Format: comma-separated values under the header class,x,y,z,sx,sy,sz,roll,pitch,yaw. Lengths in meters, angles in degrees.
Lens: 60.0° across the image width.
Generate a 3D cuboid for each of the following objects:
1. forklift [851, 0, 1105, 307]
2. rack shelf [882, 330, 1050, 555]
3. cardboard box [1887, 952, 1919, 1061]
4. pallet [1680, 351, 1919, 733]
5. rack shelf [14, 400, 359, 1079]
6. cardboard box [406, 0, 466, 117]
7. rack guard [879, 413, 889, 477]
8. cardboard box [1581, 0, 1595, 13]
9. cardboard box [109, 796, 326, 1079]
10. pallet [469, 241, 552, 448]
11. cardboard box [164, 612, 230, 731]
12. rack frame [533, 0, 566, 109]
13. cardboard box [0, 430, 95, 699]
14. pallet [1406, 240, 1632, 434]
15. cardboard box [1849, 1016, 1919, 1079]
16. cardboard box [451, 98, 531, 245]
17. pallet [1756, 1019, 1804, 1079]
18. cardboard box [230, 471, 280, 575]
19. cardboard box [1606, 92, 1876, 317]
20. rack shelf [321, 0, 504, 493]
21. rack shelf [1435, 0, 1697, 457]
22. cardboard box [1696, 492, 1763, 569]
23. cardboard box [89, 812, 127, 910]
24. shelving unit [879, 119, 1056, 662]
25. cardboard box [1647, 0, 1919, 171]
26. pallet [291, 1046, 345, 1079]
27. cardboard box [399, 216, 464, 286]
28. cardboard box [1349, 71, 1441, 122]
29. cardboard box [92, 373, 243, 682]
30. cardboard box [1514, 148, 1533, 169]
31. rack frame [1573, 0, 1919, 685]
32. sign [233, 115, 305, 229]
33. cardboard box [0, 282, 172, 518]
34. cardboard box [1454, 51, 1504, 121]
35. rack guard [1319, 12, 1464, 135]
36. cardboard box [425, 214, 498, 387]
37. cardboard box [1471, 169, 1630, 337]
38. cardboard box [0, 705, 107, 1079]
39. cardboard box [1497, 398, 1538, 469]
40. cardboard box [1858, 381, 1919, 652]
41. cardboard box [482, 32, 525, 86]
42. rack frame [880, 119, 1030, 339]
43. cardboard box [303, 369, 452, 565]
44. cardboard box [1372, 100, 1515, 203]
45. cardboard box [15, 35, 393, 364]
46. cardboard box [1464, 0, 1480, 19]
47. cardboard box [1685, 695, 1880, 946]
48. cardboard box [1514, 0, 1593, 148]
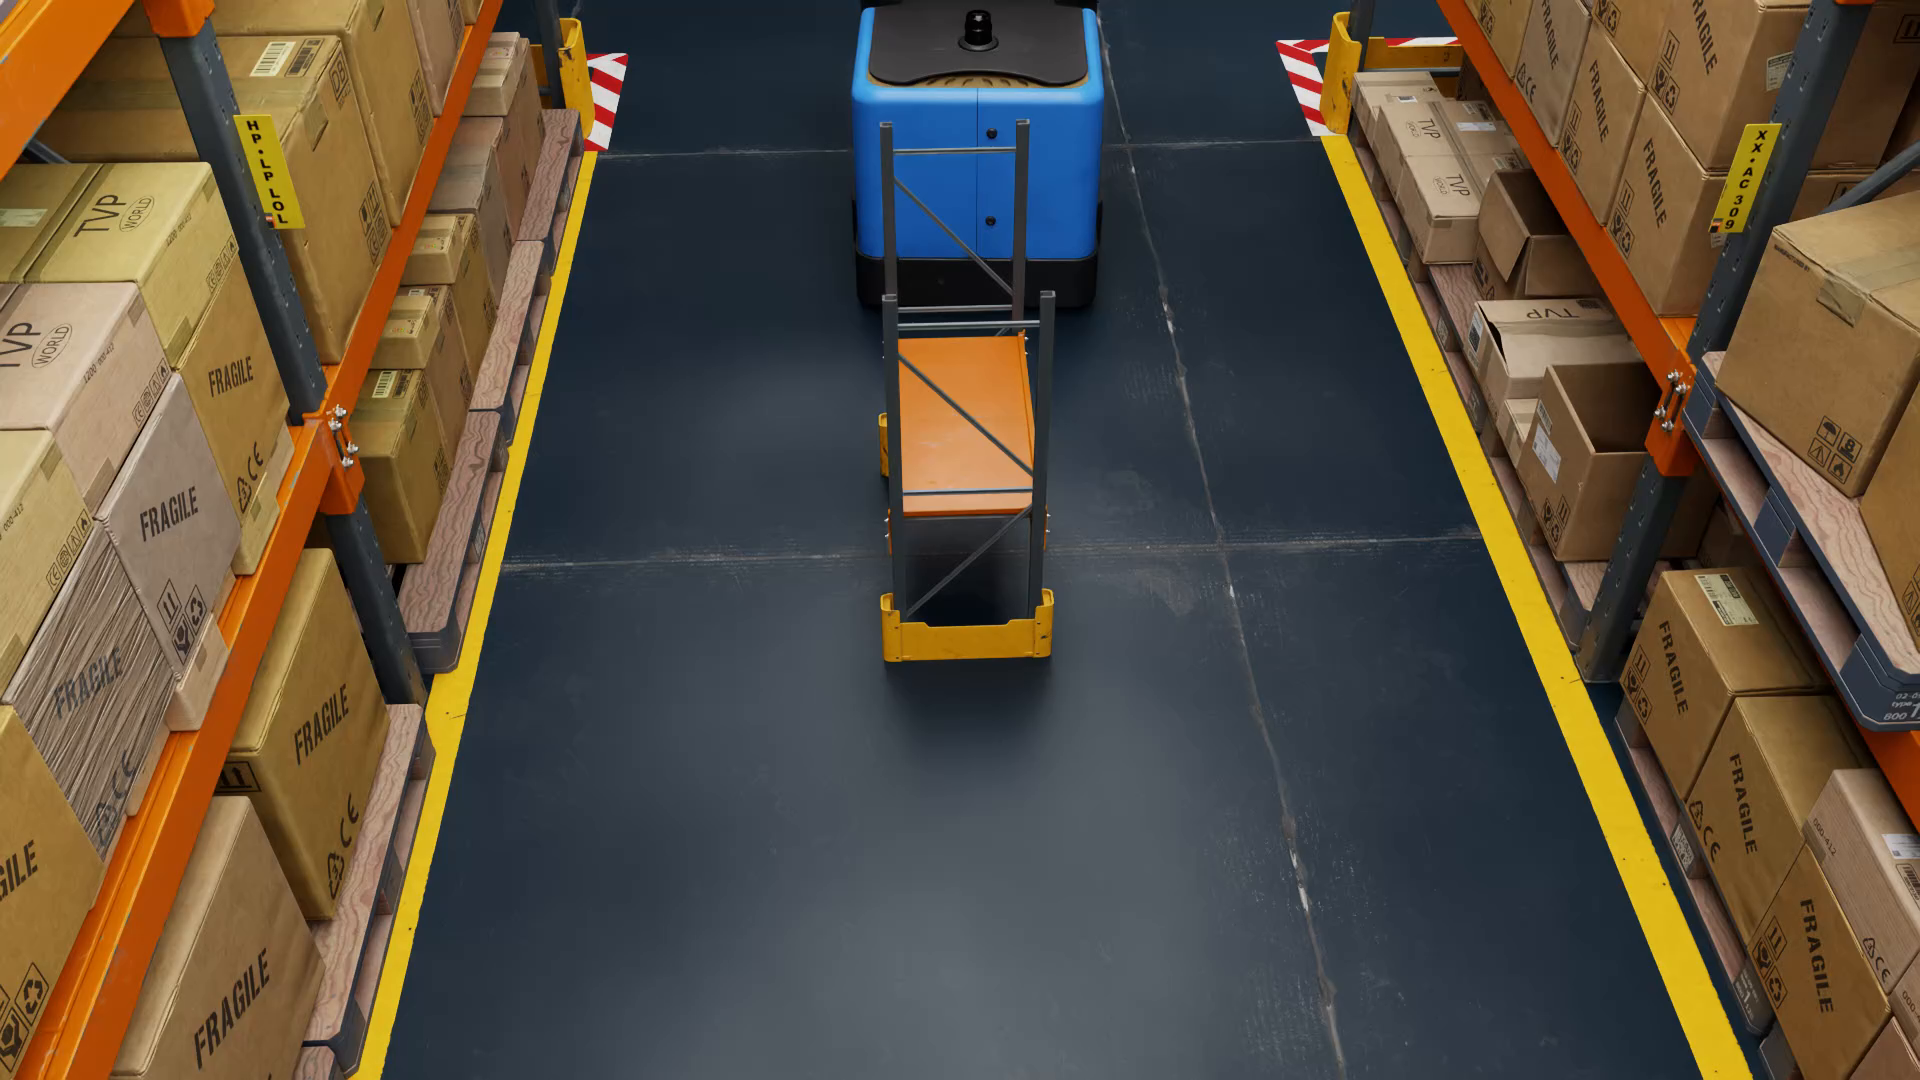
class,x,y,z,sx,sy,sz,roll,pitch,yaw
forklift,0.091,-3.068,7.428,1.130,2.935,3.031,1,43,1
rack shelf,0.004,-0.363,5.802,0.538,0.185,1.000,-2,43,-2
cardboard box,2.480,1.166,3.727,0.500,0.250,0.500,-2,43,-3
pallet,2.563,-0.050,4.227,1.003,0.211,1.213,-2,43,-2
rack shelf,-2.226,1.096,3.366,1.077,0.370,4.000,-2,43,-2
cardboard box,-2.383,-1.980,5.968,0.980,0.700,0.700,-4,43,-4
rack guard,-0.018,-0.377,6.476,0.587,0.250,0.087,-2,43,-2
cardboard box,2.313,-2.089,5.495,0.500,0.500,0.500,-1,43,-1
cardboard box,-2.112,1.154,4.052,0.750,0.750,0.750,0,43,0
pallet,-2.319,-0.832,7.002,1.003,0.211,1.213,-2,43,-2
cardboard box,-1.943,0.309,3.864,0.380,0.149,0.250,-2,43,-2
rack frame,-2.480,-3.219,7.542,1.000,3.000,0.127,-2,43,-2
cardboard box,-2.001,0.048,3.113,0.500,0.250,0.500,-1,43,-1
pallet,2.556,-0.925,7.103,1.003,0.211,1.213,-2,43,-2
cardboard box,2.484,1.468,3.953,0.500,0.500,0.500,-3,43,-3
cardboard box,-2.329,-1.645,7.364,0.700,0.500,0.500,-2,43,-2
pallet,2.766,1.738,4.198,1.003,0.211,1.213,-2,43,-2
cardboard box,-1.979,-0.044,4.249,0.380,0.149,0.250,-1,43,-1
cardboard box,2.361,-1.031,5.081,0.500,0.500,0.500,-1,43,-1
rack shelf,-2.395,-1.604,6.313,1.077,0.370,4.000,-2,43,-2
rack shelf,2.554,-1.749,6.470,1.077,0.370,4.000,-2,43,-2
cardboard box,2.837,-0.124,5.830,0.500,0.311,0.500,-2,43,-2
cardboard box,-2.003,0.645,3.497,0.380,0.149,0.250,-3,43,-3
shelving unit,0.003,-0.501,5.687,0.587,1.500,1.083,-2,43,-2
cardboard box,2.358,-1.403,4.747,0.500,0.500,0.500,-1,43,-2
pallet,-2.148,1.853,4.072,1.003,0.211,1.213,-2,43,-2
cardboard box,-2.094,-1.088,6.276,0.380,0.149,0.250,-3,43,-3
cardboard box,2.143,-2.183,8.196,0.380,0.149,0.250,-2,43,-2
cardboard box,-2.007,-0.024,3.748,0.500,0.500,0.500,-1,43,-1
cardboard box,2.748,-1.511,7.387,0.500,0.250,0.500,-2,43,-2
rack frame,2.639,-0.664,4.754,1.000,3.000,0.127,-2,43,-2
sign,-1.769,-0.939,4.256,0.100,0.325,0.005,-2,43,-2
cardboard box,-2.023,-0.296,3.489,0.500,0.250,0.500,-1,43,-1
cardboard box,2.738,-2.245,8.004,0.500,0.500,0.500,-2,43,-2
rack guard,2.472,-2.391,8.489,1.175,0.500,0.348,-2,43,-2
cardboard box,-2.277,-0.946,6.601,0.700,0.500,0.500,-1,43,-1
cardboard box,2.554,-1.174,6.833,0.797,0.503,0.637,-2,43,-2
cardboard box,-1.968,0.652,3.010,0.500,0.500,0.500,-1,43,-1
cardboard box,2.255,-0.403,6.254,0.380,0.149,0.250,-2,43,-2
cardboard box,2.528,-0.067,3.718,0.700,0.500,0.500,5,43,5
cardboard box,-2.163,-2.141,7.425,0.380,0.149,0.250,-2,43,-2
rack frame,-0.018,-0.838,6.055,0.500,1.500,0.032,-2,43,-2
cardboard box,-2.240,-0.260,5.853,0.700,0.500,0.500,-1,43,-1
cardboard box,2.230,-1.800,7.703,0.500,0.250,0.500,-2,43,-2
cardboard box,-2.317,-0.996,4.895,0.980,0.700,0.700,-1,43,-1
cardboard box,2.270,-2.407,6.582,0.500,0.500,0.500,-2,43,-2
cardboard box,2.449,0.789,4.694,0.500,0.500,0.500,-1,43,-1
cardboard box,2.314,-1.725,5.839,0.500,0.500,0.500,-1,43,-1
